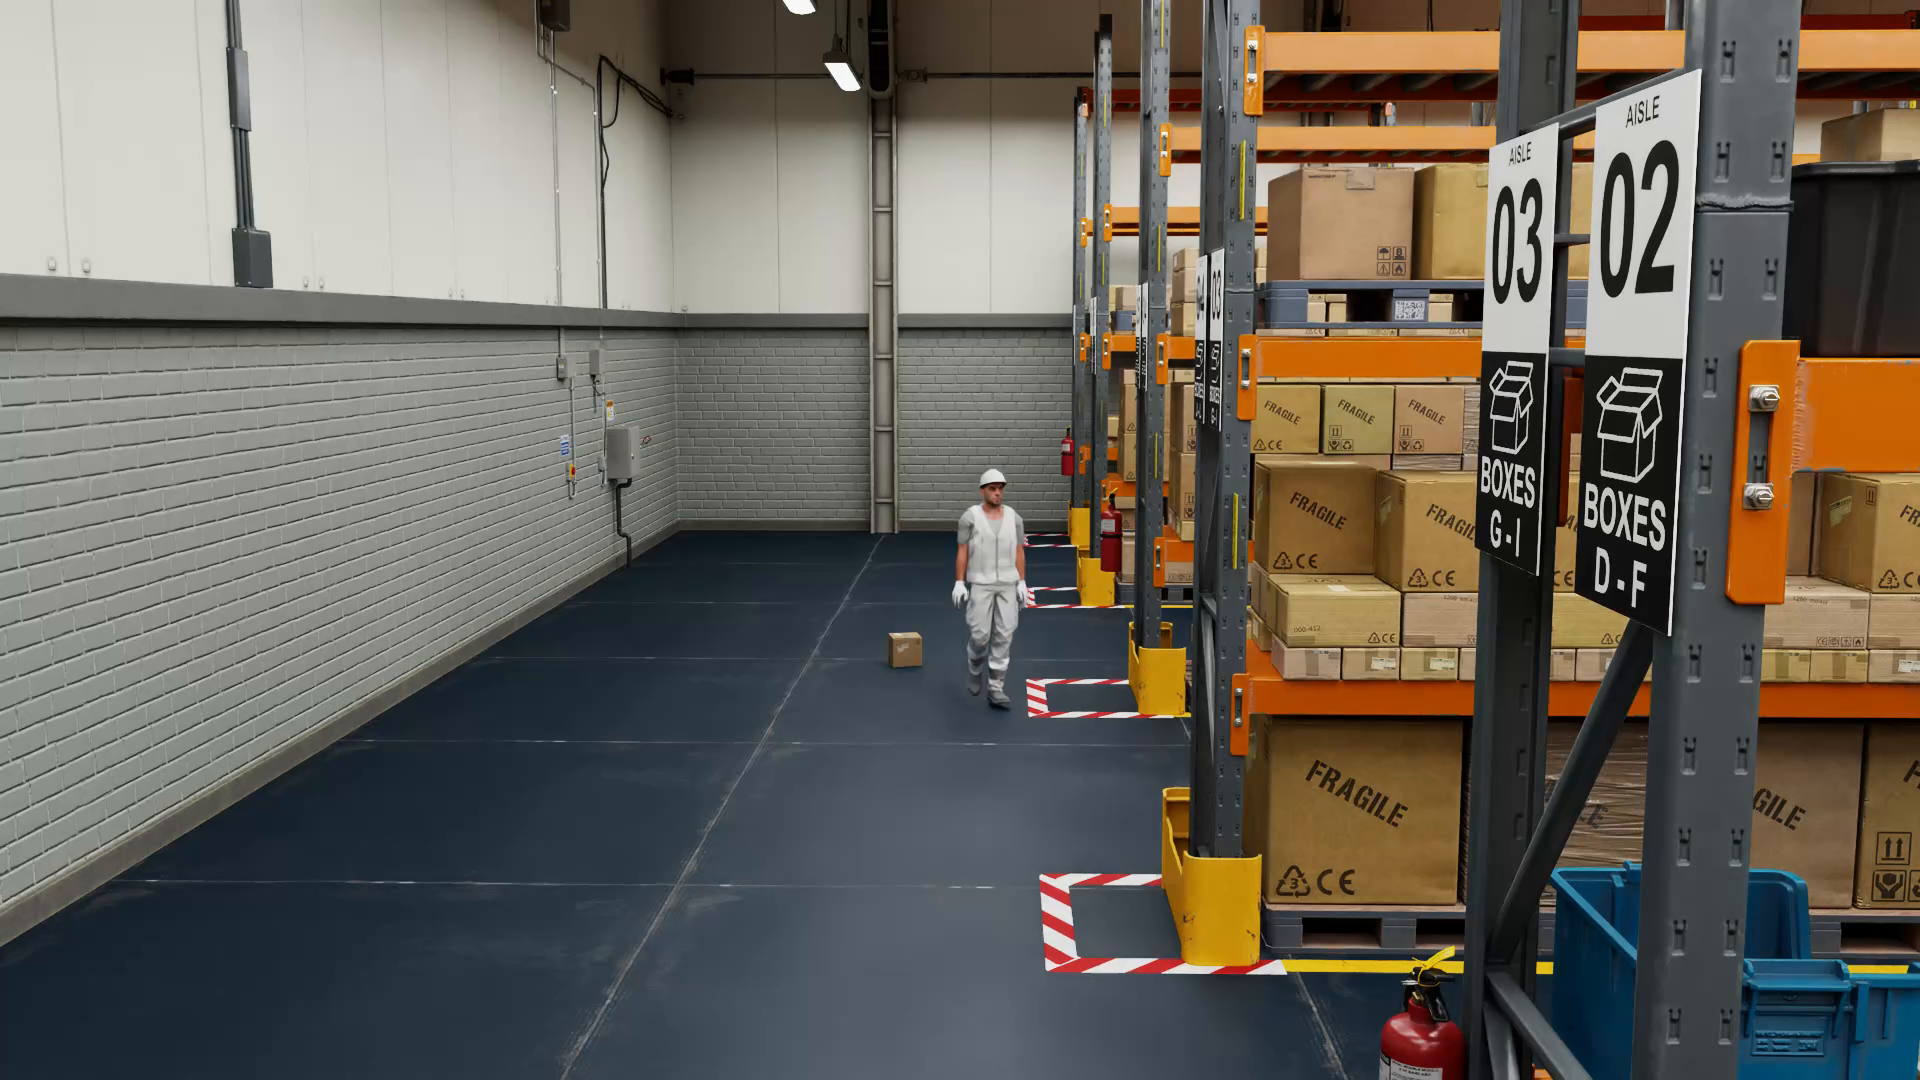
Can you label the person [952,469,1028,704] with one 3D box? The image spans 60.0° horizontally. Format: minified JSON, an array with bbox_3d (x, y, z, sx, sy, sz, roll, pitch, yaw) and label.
[{"bbox_3d":[0.233,0.349,12.636,0.594,1.780,0.494,-2,7,-16],"label":"person"}]
